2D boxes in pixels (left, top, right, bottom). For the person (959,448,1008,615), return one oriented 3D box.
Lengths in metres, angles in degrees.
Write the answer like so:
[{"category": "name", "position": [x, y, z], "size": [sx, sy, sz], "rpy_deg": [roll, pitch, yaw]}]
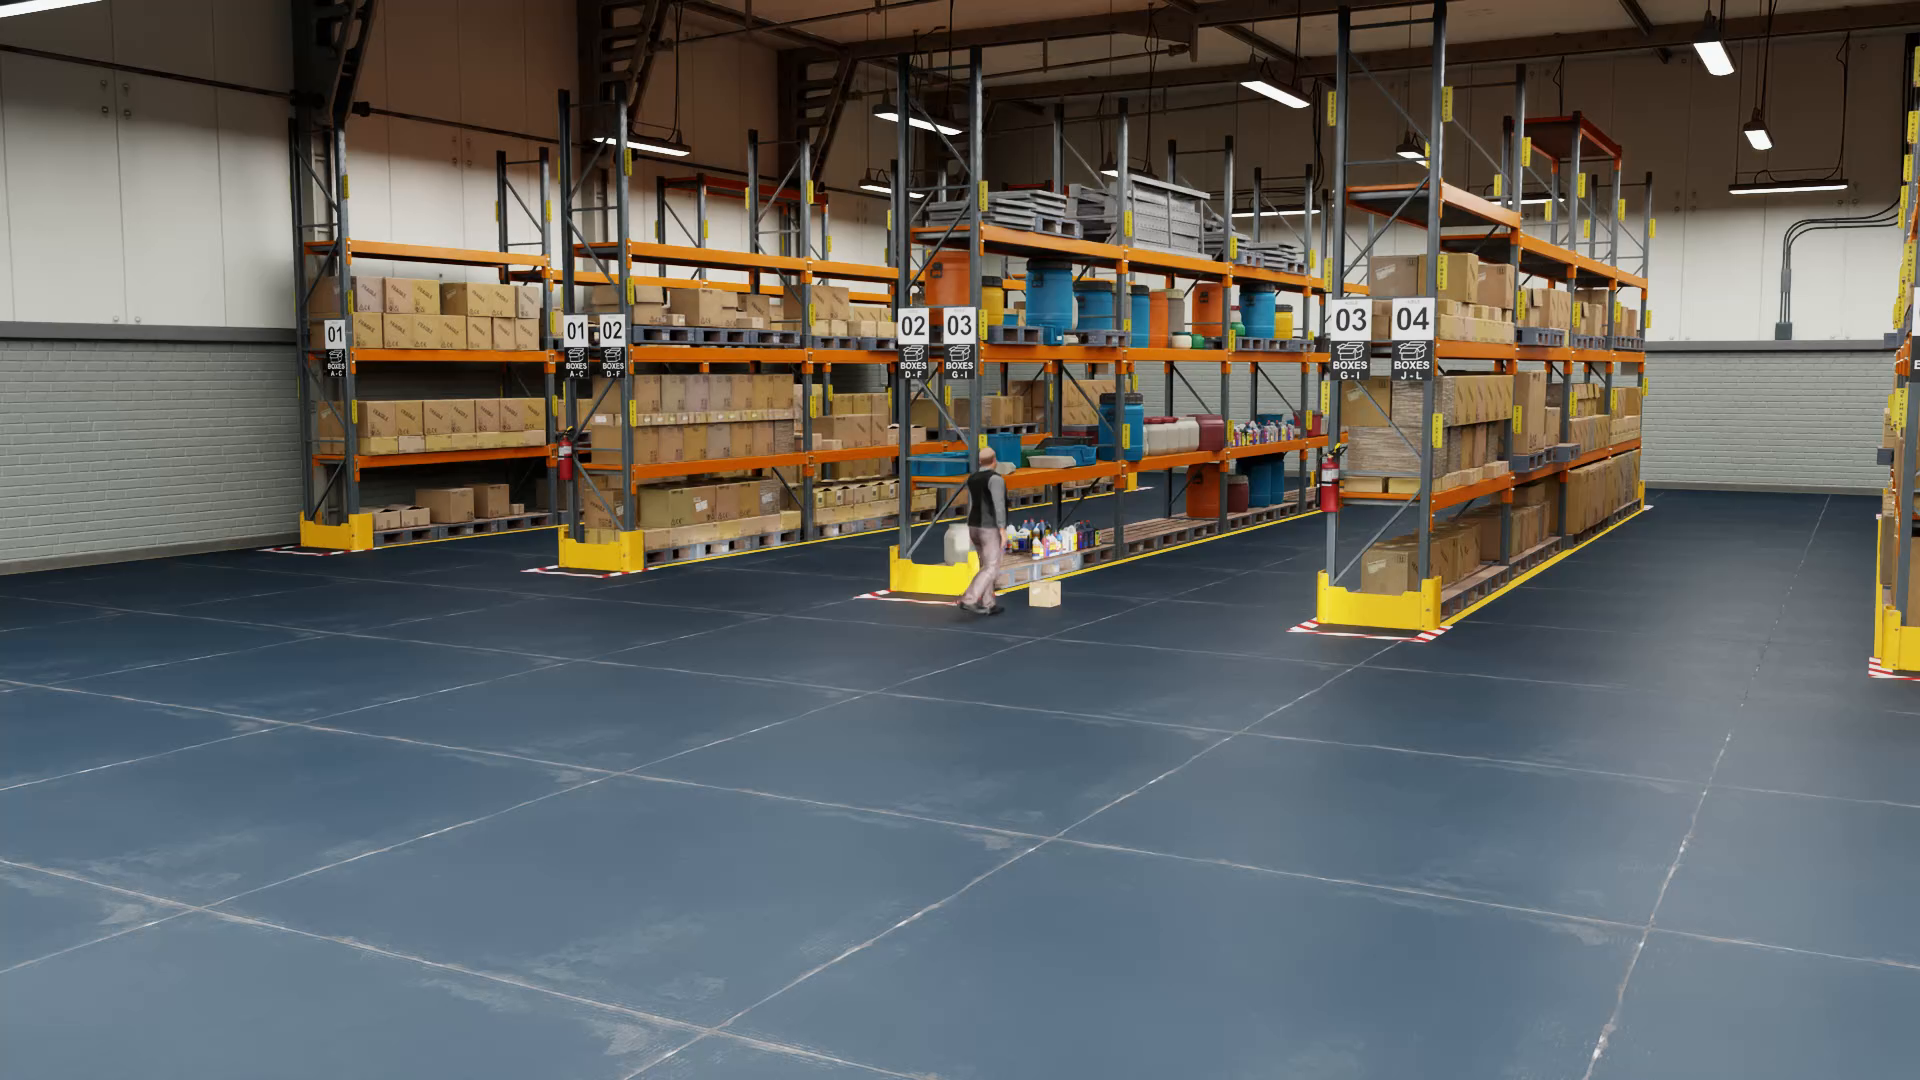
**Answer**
[{"category": "person", "position": [0.233, -0.080, 16.974], "size": [0.670, 1.719, 0.558], "rpy_deg": [-4, 7, -32]}]
